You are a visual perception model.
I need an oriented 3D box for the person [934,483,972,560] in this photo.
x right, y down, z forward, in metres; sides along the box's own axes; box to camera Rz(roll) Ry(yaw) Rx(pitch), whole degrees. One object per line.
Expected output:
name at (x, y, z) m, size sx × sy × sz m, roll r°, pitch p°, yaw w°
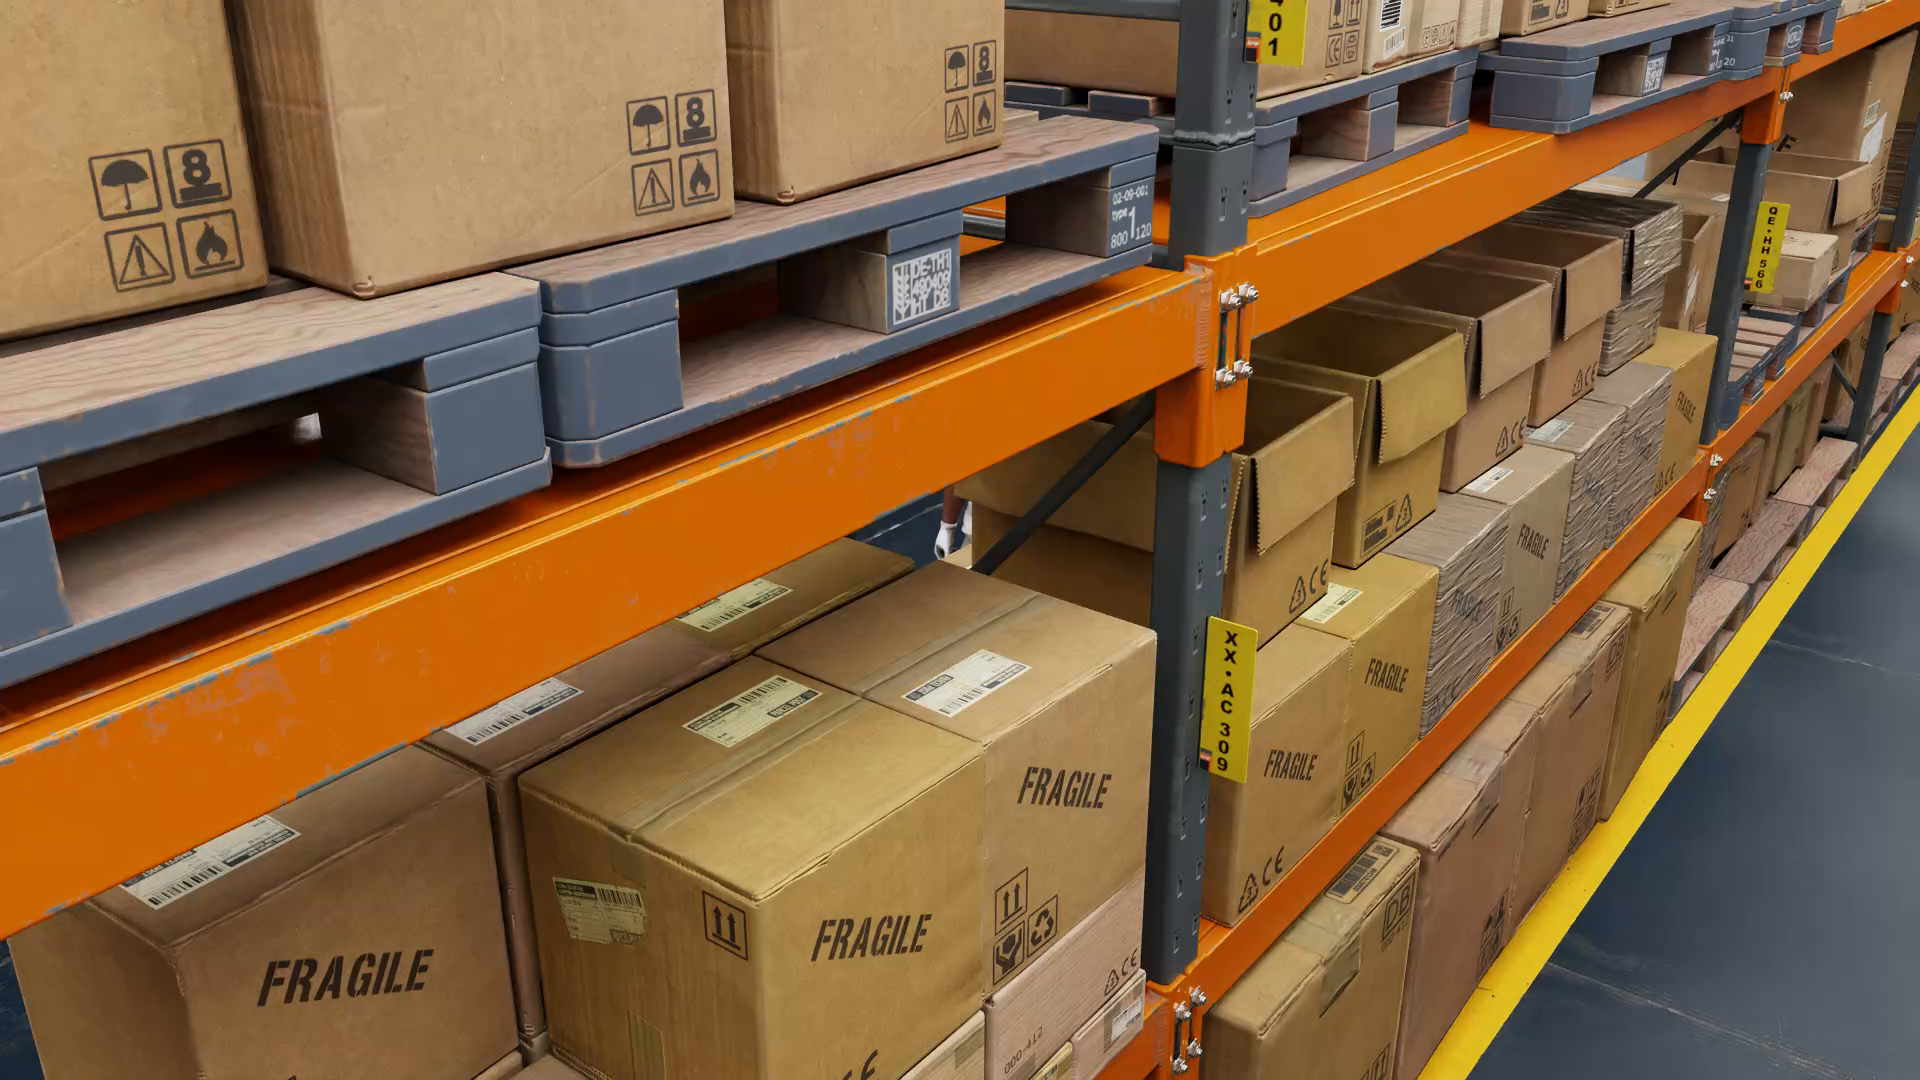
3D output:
person at (0.184, 0.037, 6.500) m, size 0.625 × 1.773 × 0.452 m, roll 15°, pitch 27°, yaw 30°
